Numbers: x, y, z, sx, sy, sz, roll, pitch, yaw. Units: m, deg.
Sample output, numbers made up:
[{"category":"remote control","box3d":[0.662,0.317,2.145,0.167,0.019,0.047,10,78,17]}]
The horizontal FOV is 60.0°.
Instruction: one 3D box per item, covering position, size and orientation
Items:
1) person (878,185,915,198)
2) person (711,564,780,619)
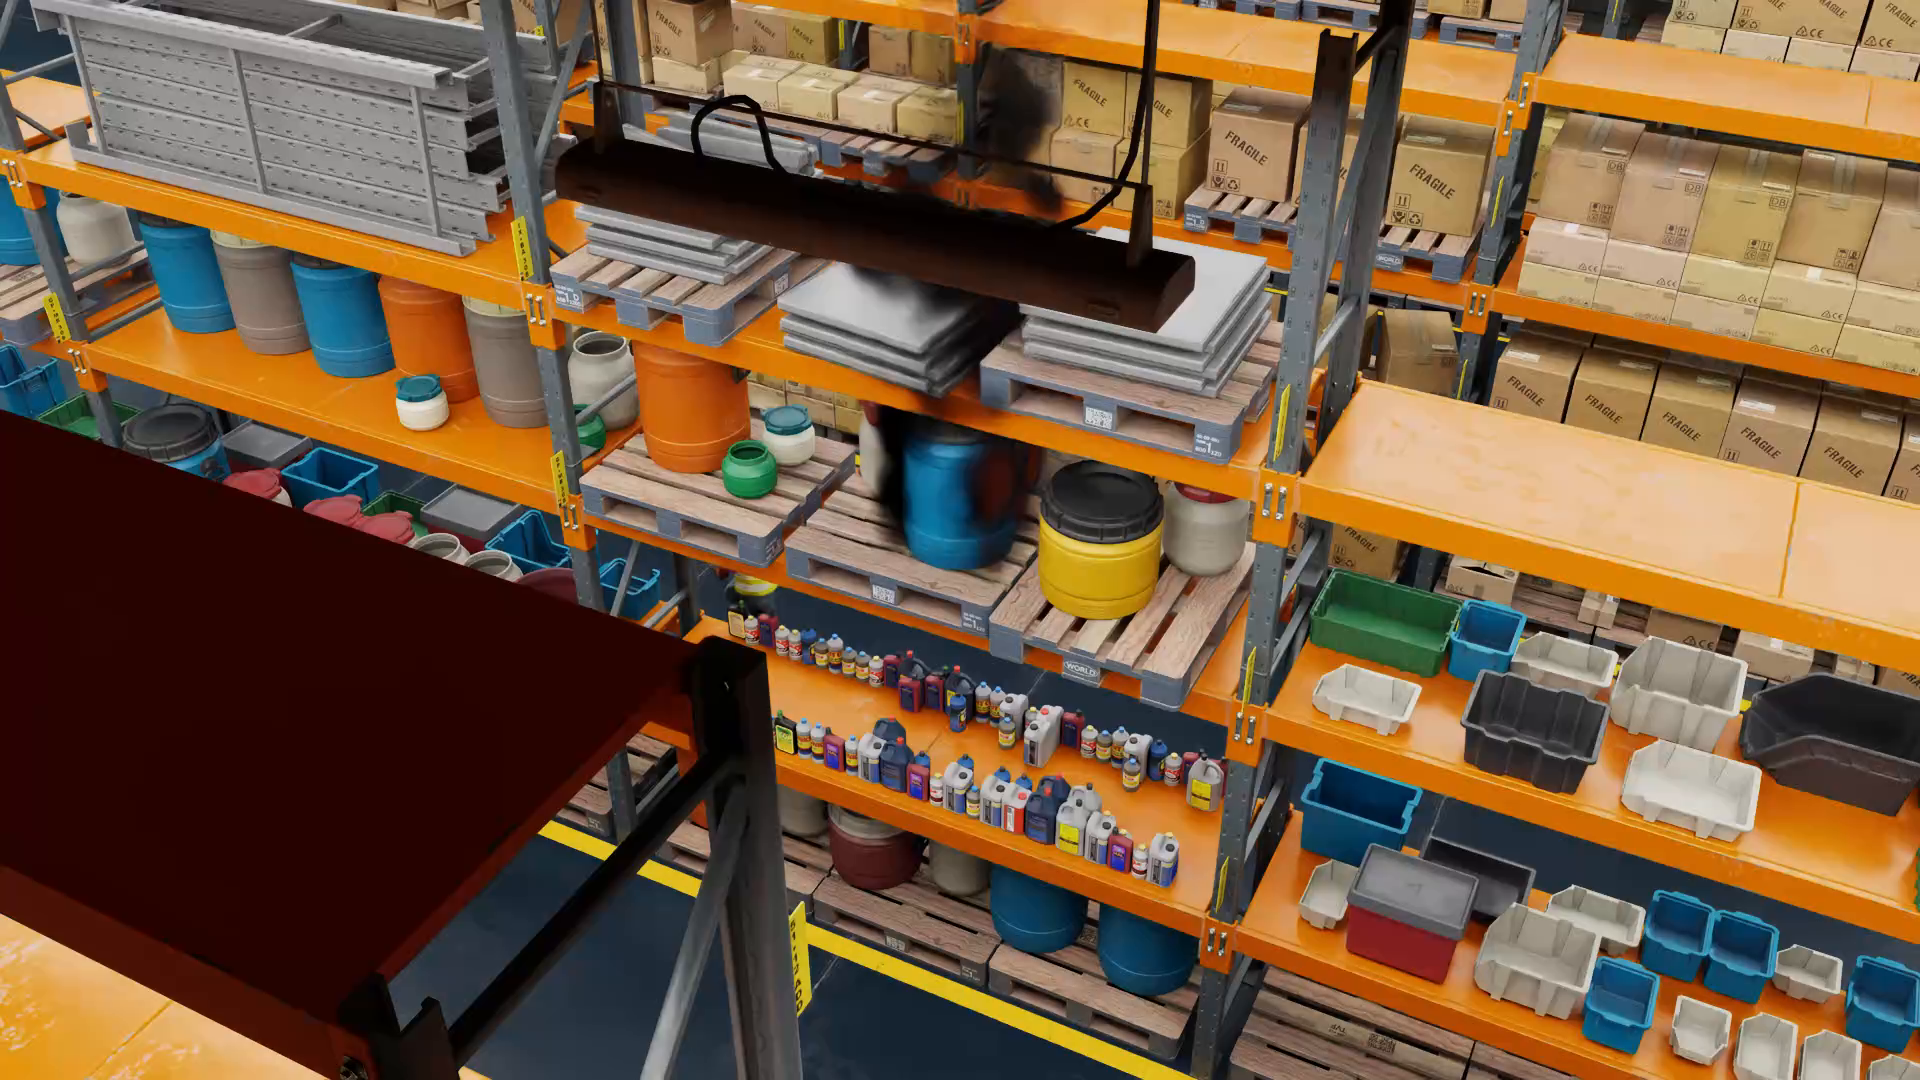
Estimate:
[{"category":"person","box3d":[-0.662,-3.208,17.074,0.662,1.620,0.599,10,36,14]},{"category":"person","box3d":[-1.427,0.310,11.914,0.836,1.785,0.729,16,38,22]}]
